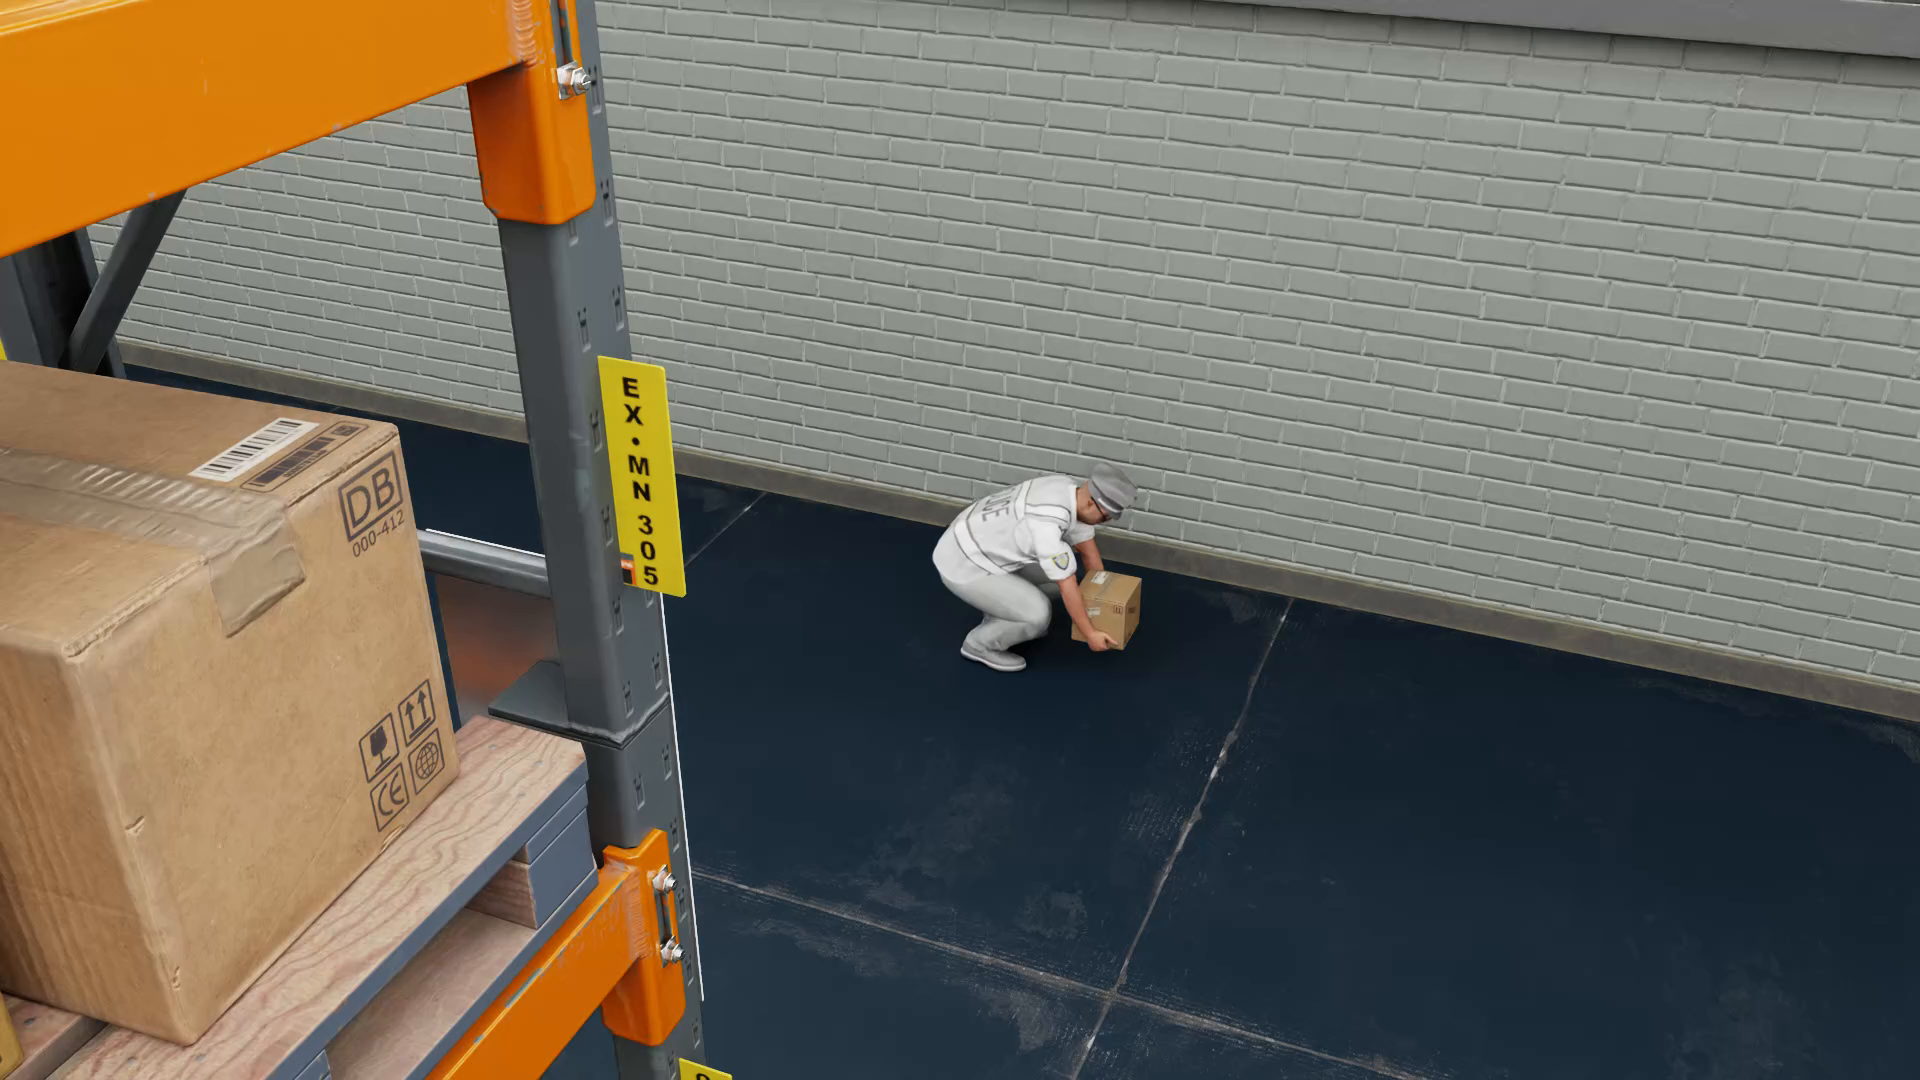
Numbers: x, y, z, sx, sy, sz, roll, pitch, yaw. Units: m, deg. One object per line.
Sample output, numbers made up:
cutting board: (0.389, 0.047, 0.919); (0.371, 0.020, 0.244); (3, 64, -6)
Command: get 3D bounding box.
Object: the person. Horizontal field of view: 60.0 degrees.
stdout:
person: (0.345, 0.095, 7.711); (0.925, 1.022, 0.534); (11, 31, 18)
